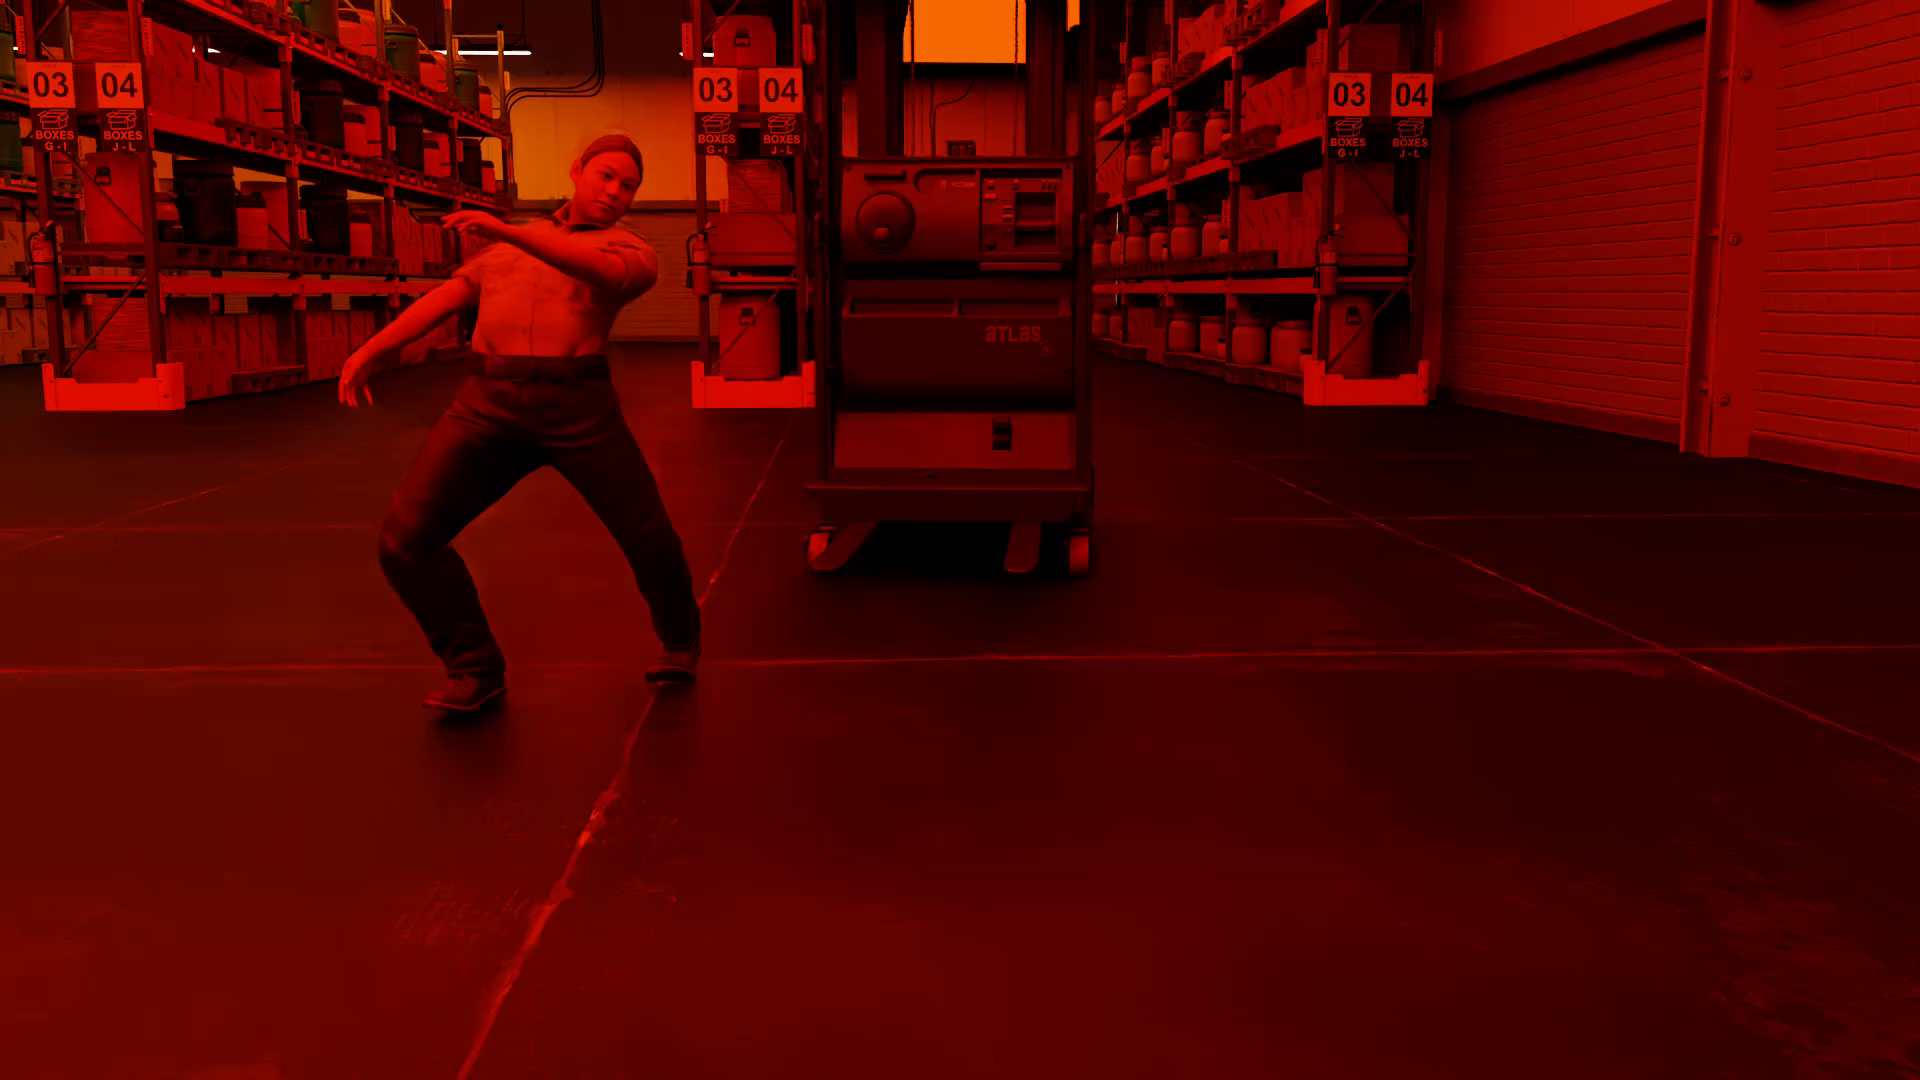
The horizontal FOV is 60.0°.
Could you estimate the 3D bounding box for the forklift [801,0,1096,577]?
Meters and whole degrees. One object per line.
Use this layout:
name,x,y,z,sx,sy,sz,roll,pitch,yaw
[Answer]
forklift,-0.022,-1.356,6.466,1.130,2.935,3.031,1,8,4

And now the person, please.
person,-1.142,-0.302,4.244,0.858,1.466,0.813,0,8,1
